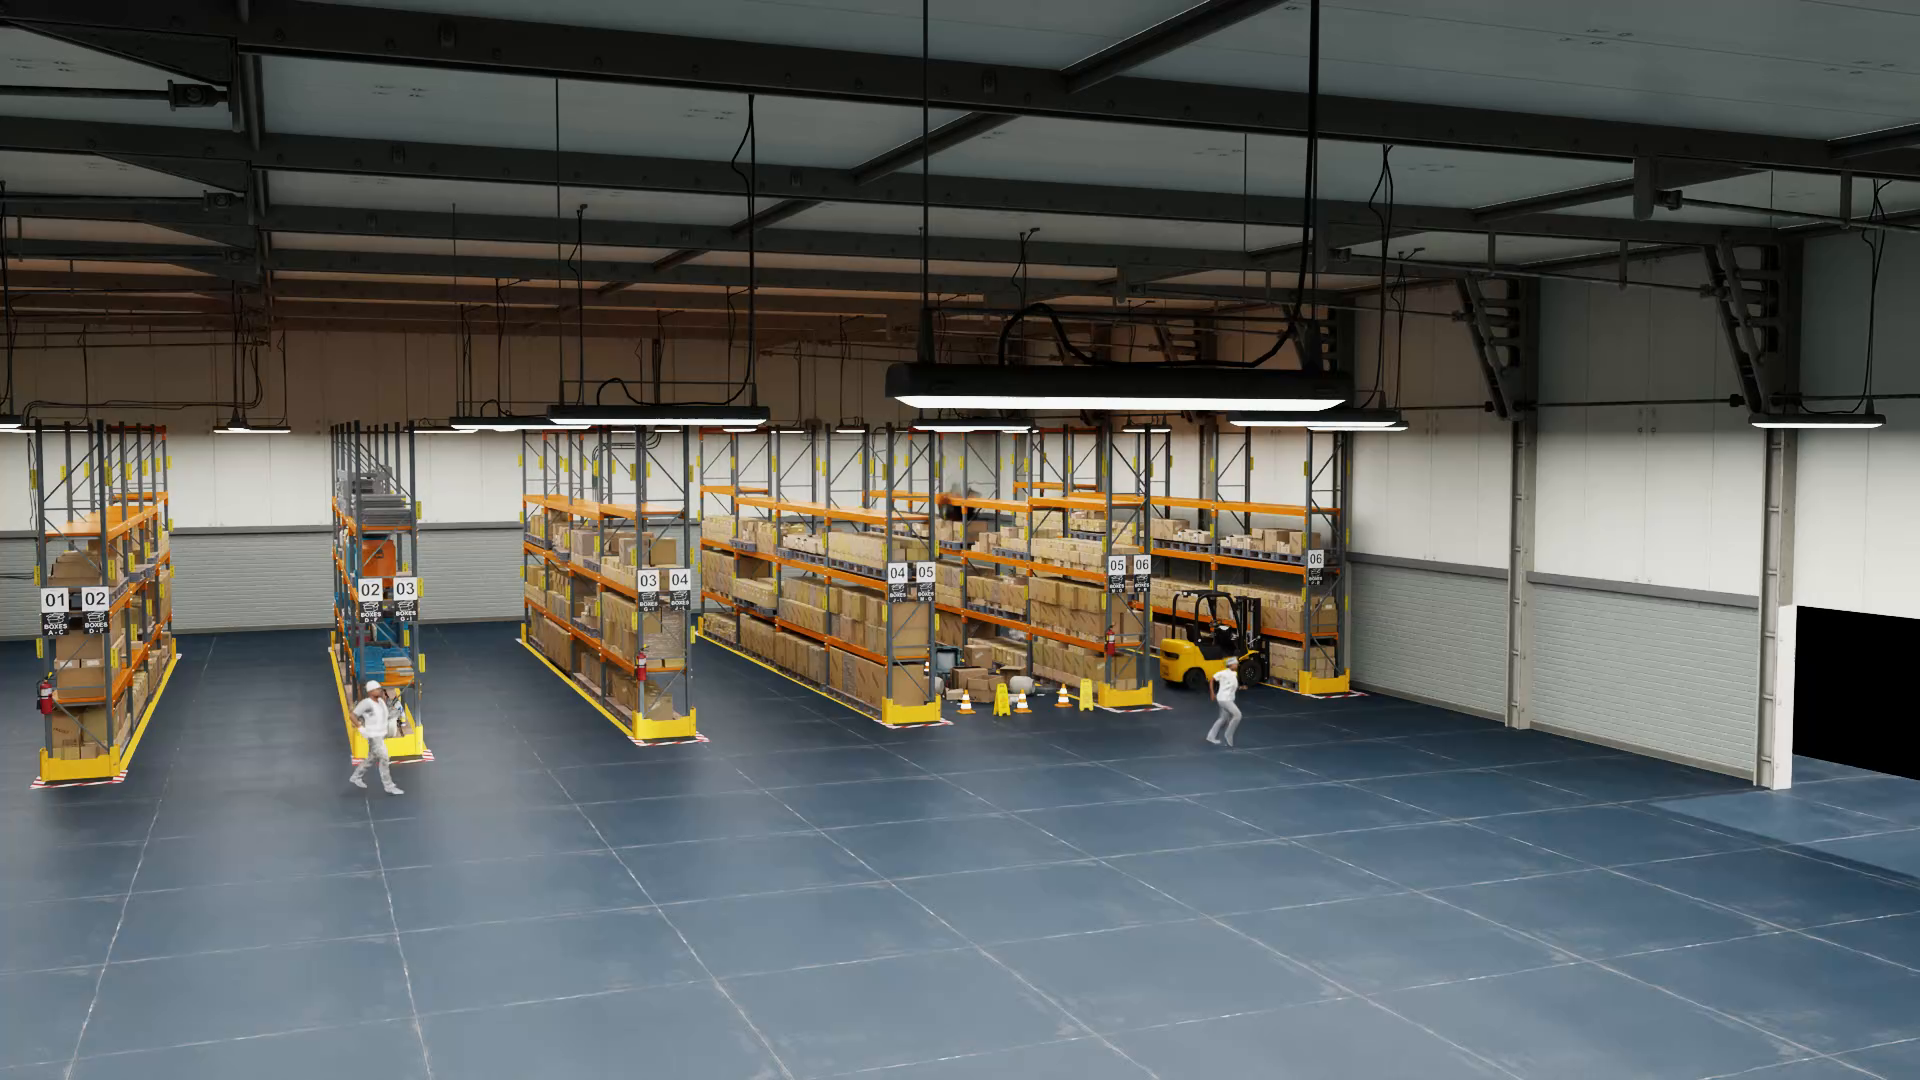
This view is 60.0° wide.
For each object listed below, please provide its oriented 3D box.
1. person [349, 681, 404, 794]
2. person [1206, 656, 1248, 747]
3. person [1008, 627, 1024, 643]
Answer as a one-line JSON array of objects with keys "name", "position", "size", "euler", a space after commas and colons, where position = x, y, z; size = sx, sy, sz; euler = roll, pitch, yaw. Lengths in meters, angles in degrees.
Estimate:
[{"name": "person", "position": [-9.337, 3.145, 26.560], "size": [0.934, 1.803, 0.678], "euler": [0, 4, 2]}, {"name": "person", "position": [4.904, 2.967, 30.603], "size": [0.797, 1.677, 0.603], "euler": [2, 4, 32]}, {"name": "person", "position": [1.512, 2.036, 44.897], "size": [0.695, 1.783, 0.667], "euler": [-1, 4, -20]}]
